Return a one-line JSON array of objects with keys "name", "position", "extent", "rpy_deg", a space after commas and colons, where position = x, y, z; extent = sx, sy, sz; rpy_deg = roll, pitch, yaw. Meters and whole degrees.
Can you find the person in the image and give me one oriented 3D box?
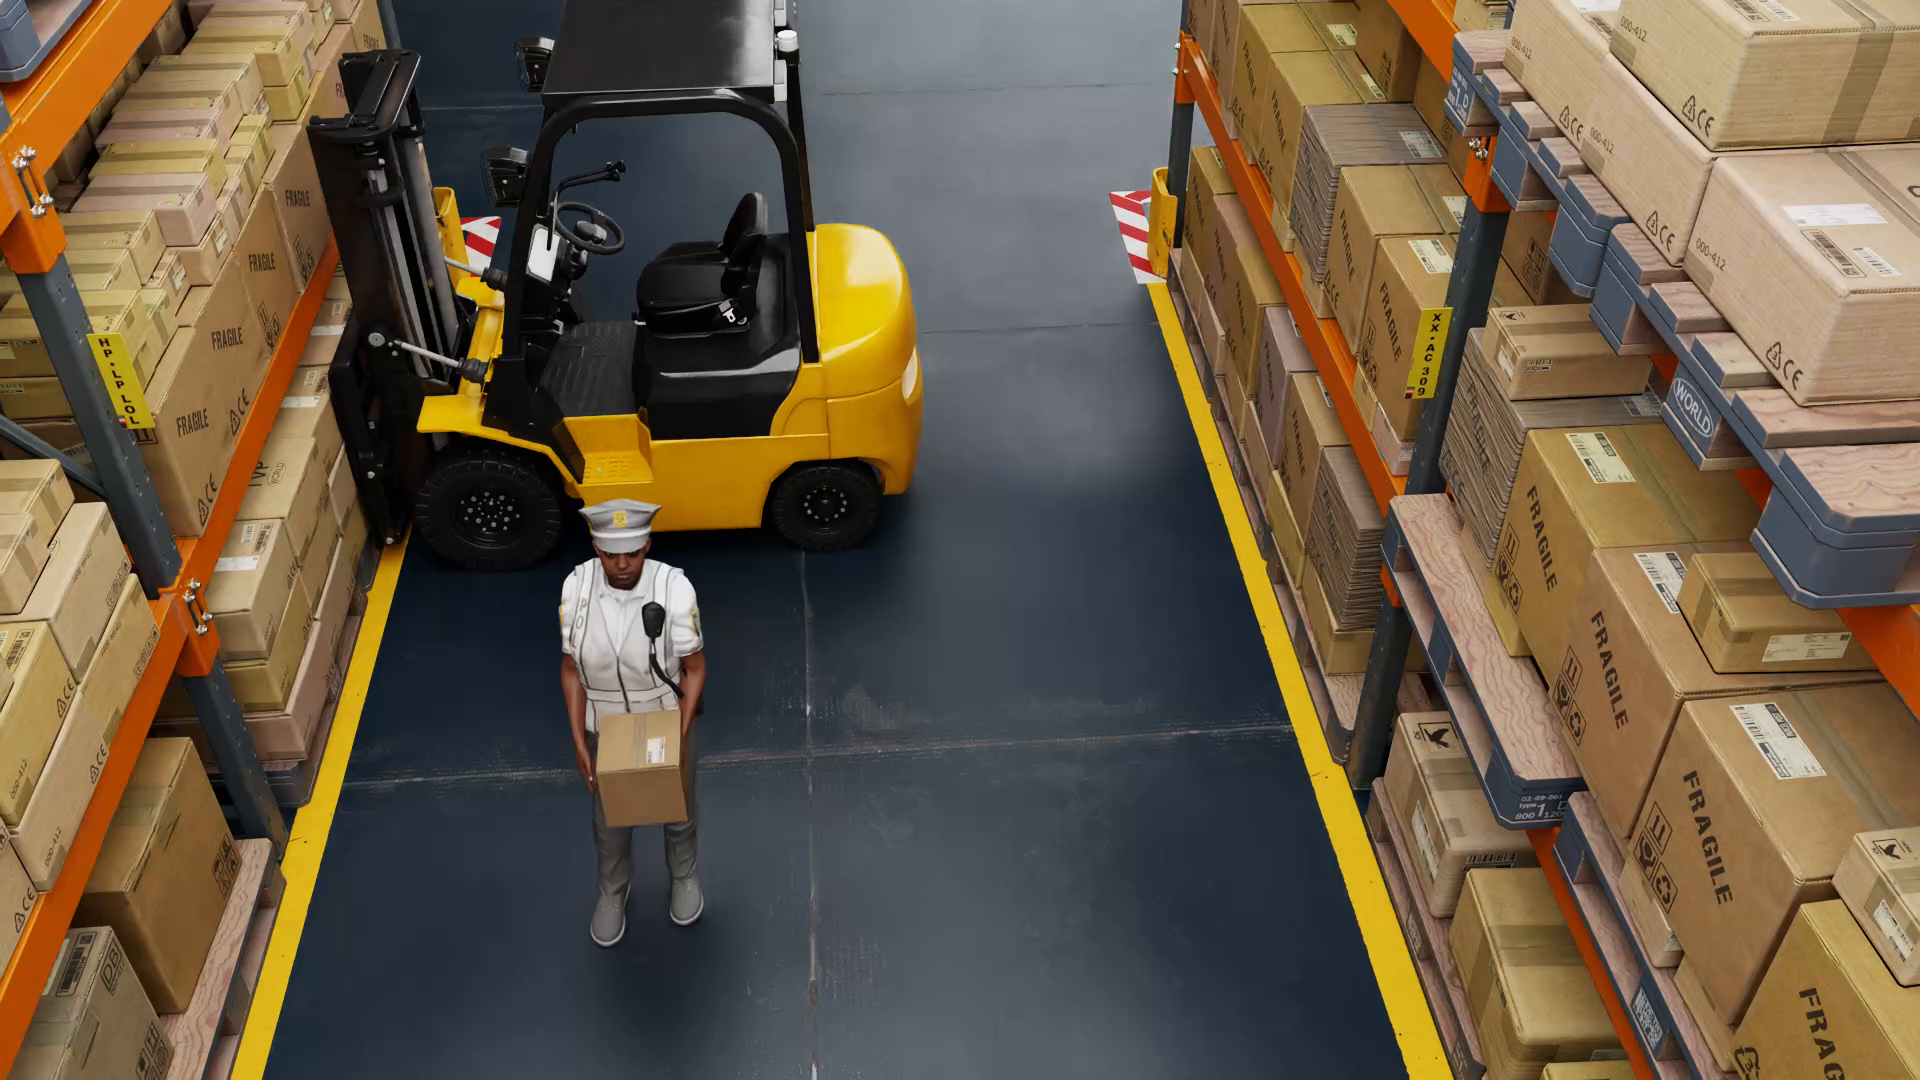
[{"name": "person", "position": [-1.046, 0.600, 5.389], "extent": [0.491, 1.703, 0.500], "rpy_deg": [-1, 39, -1]}]
